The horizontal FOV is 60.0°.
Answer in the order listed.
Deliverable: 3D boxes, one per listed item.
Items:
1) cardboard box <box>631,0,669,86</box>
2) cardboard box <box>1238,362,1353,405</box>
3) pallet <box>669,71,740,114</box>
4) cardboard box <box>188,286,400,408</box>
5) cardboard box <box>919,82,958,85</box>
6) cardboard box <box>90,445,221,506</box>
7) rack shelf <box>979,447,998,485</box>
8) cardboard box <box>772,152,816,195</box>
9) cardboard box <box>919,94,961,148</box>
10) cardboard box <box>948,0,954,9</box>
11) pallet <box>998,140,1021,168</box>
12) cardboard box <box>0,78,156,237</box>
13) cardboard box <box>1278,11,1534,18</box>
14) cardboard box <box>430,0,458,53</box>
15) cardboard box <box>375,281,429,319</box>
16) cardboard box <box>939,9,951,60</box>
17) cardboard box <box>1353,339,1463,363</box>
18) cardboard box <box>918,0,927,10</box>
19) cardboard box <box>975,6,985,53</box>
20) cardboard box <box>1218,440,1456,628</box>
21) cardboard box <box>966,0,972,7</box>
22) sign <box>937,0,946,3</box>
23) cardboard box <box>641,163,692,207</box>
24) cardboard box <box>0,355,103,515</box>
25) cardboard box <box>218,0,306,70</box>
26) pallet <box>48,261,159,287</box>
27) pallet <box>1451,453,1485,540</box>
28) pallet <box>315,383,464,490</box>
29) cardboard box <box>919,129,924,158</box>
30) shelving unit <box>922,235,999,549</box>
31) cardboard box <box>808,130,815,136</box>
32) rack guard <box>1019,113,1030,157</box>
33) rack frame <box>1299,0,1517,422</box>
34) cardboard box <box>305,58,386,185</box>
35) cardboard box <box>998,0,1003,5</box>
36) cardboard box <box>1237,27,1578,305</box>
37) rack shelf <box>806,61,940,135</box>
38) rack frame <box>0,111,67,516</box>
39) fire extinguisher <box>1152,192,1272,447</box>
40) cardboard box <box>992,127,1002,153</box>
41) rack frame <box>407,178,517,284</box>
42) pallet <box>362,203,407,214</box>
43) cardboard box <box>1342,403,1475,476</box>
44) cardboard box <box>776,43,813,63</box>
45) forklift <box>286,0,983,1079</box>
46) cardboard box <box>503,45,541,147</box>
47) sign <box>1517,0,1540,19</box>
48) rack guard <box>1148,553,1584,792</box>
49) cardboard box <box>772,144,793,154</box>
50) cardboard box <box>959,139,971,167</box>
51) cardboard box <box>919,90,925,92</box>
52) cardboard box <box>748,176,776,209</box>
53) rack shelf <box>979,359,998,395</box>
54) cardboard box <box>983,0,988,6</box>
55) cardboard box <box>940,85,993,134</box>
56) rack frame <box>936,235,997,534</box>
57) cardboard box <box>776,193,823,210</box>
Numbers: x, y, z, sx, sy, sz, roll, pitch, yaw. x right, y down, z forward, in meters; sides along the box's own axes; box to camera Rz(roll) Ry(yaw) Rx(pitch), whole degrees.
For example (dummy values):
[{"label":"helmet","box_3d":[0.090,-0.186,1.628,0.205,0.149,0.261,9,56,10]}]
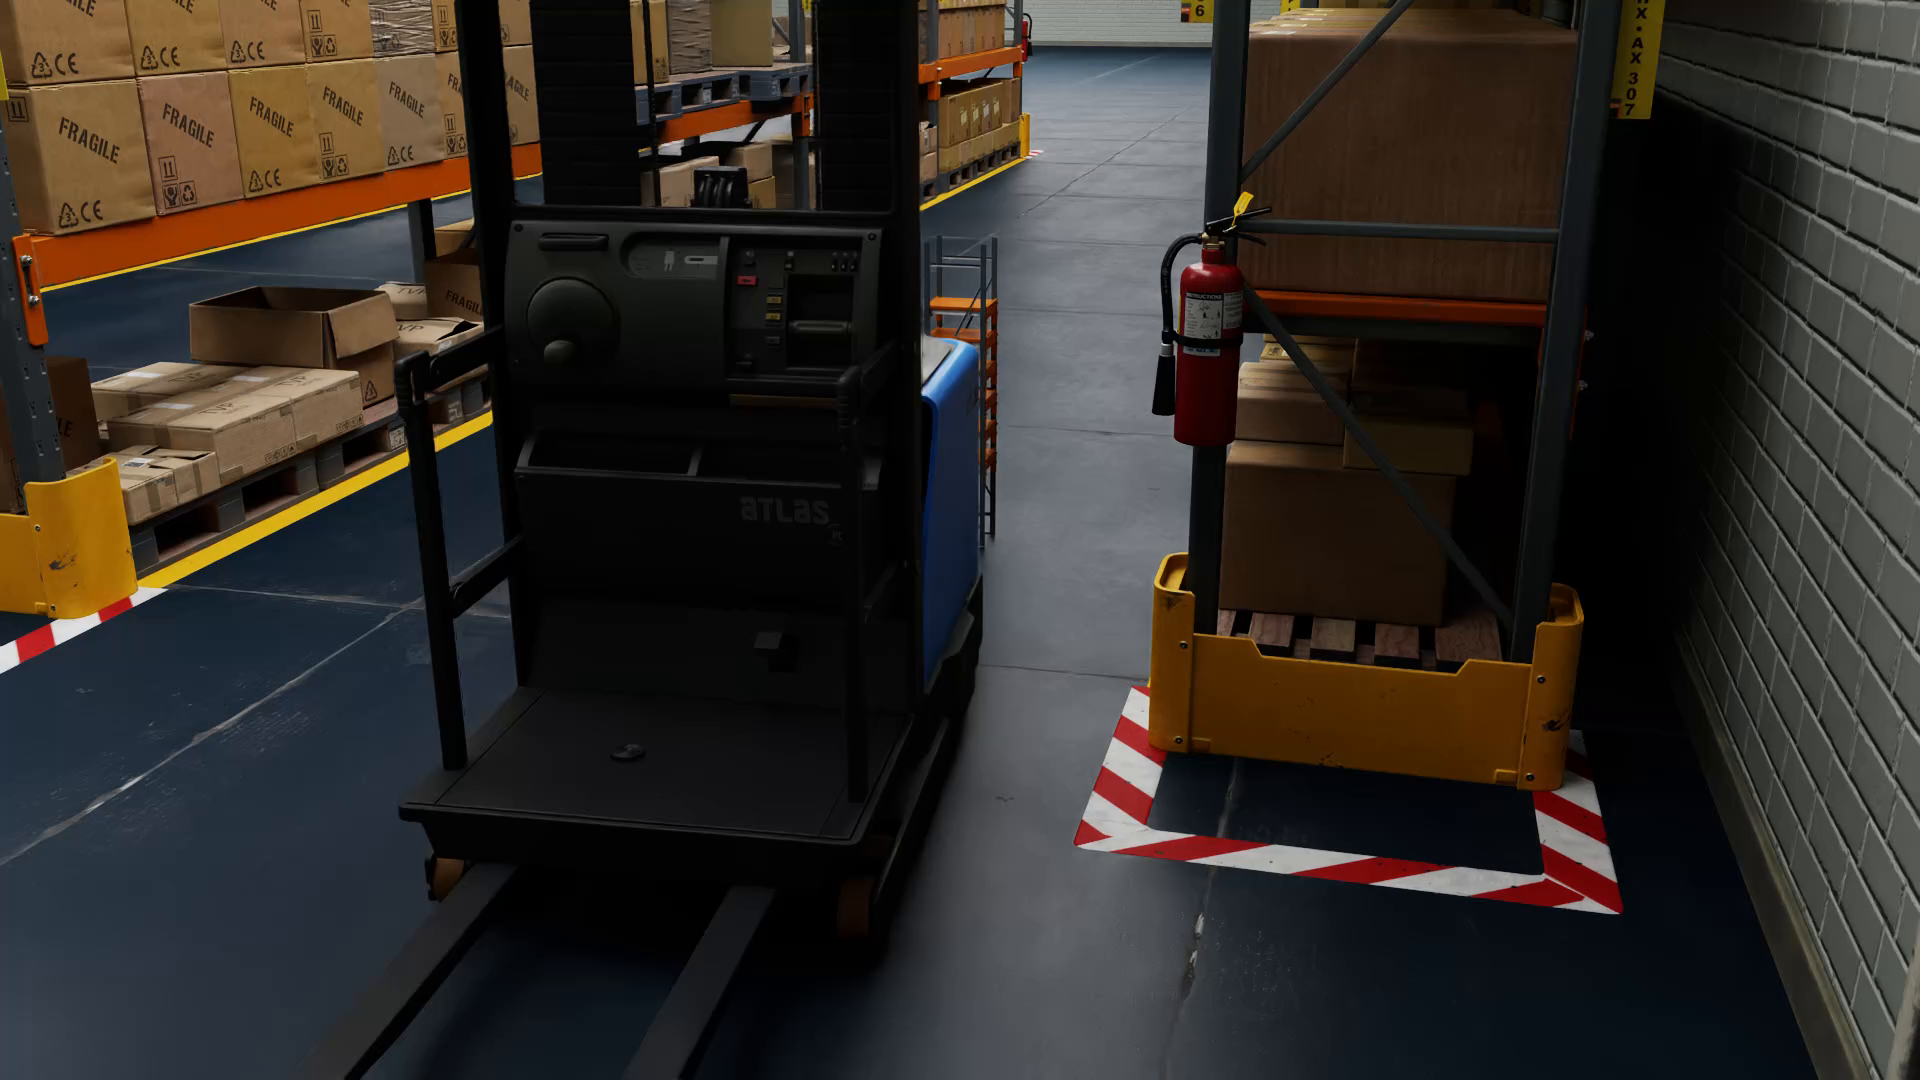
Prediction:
[{"label":"cardboard box","box_3d":[-2.229,-3.062,10.206,0.700,0.500,0.500,8,20,22]},{"label":"cardboard box","box_3d":[1.150,-0.505,5.740,0.380,0.149,0.250,5,20,15]},{"label":"pallet","box_3d":[-2.161,-3.017,11.177,1.003,0.211,1.213,5,19,13]},{"label":"cardboard box","box_3d":[-3.122,-0.902,7.869,0.797,0.503,0.637,5,19,13]},{"label":"cardboard box","box_3d":[-0.313,-5.013,19.167,0.500,0.500,0.500,5,19,13]},{"label":"cardboard box","box_3d":[-3.149,-0.260,6.512,0.380,0.166,0.250,5,19,13]},{"label":"rack shelf","box_3d":[0.004,-0.303,6.599,0.258,0.103,0.180,5,19,13]},{"label":"cardboard box","box_3d":[-1.278,-3.022,13.631,0.500,0.311,0.500,5,20,15]},{"label":"cardboard box","box_3d":[-0.297,-4.345,17.211,0.500,0.500,0.500,5,19,13]},{"label":"cardboard box","box_3d":[-0.275,-5.637,17.392,0.380,0.149,0.250,4,19,13]},{"label":"pallet","box_3d":[0.118,-4.663,20.012,1.003,0.211,1.213,5,19,13]},{"label":"cardboard box","box_3d":[-3.281,-1.376,5.921,0.500,0.500,0.500,5,20,15]},{"label":"cardboard box","box_3d":[1.804,-1.819,6.908,0.980,0.700,0.700,4,19,12]},{"label":"cardboard box","box_3d":[-2.663,-2.645,8.089,0.500,0.500,0.500,4,19,12]},{"label":"cardboard box","box_3d":[-2.980,-1.286,9.290,0.500,0.311,0.500,5,19,13]},{"label":"cardboard box","box_3d":[-0.489,-5.324,17.481,0.700,0.500,0.500,4,19,13]},{"label":"cardboard box","box_3d":[1.643,-0.633,6.113,0.380,0.149,0.250,5,19,14]},{"label":"cardboard box","box_3d":[-0.460,-5.395,16.683,0.380,0.149,0.250,5,19,13]},{"label":"cardboard box","box_3d":[-0.113,-5.807,18.894,0.700,0.500,0.500,5,19,14]},{"label":"cardboard box","box_3d":[1.233,-0.064,5.451,0.700,0.500,0.500,5,19,13]},{"label":"cardboard box","box_3d":[-0.085,-5.881,18.106,0.380,0.149,0.250,4,19,13]},{"label":"sign","box_3d":[-0.185,-5.442,16.312,0.100,0.325,0.005,5,19,13]},{"label":"cardboard box","box_3d":[-2.069,-2.290,10.778,0.500,0.250,0.500,5,19,13]},{"label":"cardboard box","box_3d":[-3.751,-0.426,6.480,0.500,0.500,0.500,5,19,13]},{"label":"cardboard box","box_3d":[-3.034,-2.170,6.699,0.500,0.500,0.500,5,19,14]},{"label":"pallet","box_3d":[-6.945,-2.159,12.682,1.003,0.211,1.213,5,19,13]},{"label":"pallet","box_3d":[1.579,-0.139,6.768,1.003,0.211,1.213,5,19,13]},{"label":"pallet","box_3d":[-3.133,-0.546,7.959,1.003,0.211,1.213,5,19,13]},{"label":"cardboard box","box_3d":[-0.655,-3.821,15.972,0.500,0.311,0.500,5,20,15]},{"label":"shelving unit","box_3d":[0.004,-0.572,6.507,0.258,1.200,0.189,5,19,13]},{"label":"cardboard box","box_3d":[-1.309,-3.706,15.633,0.500,0.311,0.500,4,19,12]},{"label":"rack guard","box_3d":[0.270,-5.050,20.699,1.175,0.500,0.348,5,19,13]},{"label":"rack frame","box_3d":[2.136,-2.074,8.120,1.000,3.000,0.127,5,19,13]},{"label":"cardboard box","box_3d":[-2.911,-1.852,7.314,0.500,0.500,0.500,5,19,14]},{"label":"cardboard box","box_3d":[0.293,-6.363,19.517,0.380,0.149,0.250,5,20,15]},{"label":"cardboard box","box_3d":[1.274,-1.123,4.871,0.980,0.700,0.700,6,20,16]},{"label":"rack shelf","box_3d":[-1.202,-4.004,14.884,1.077,0.370,4.000,5,19,13]},{"label":"rack frame","box_3d":[-3.645,-1.210,5.591,1.000,3.000,0.127,5,19,13]},{"label":"fire extinguisher","box_3d":[0.675,-0.597,4.490,0.296,0.674,0.183,5,19,13]},{"label":"cardboard box","box_3d":[0.188,-4.617,19.168,0.500,0.250,0.500,5,19,13]},{"label":"rack frame","box_3d":[-2.668,-2.464,9.261,1.000,3.000,0.127,5,19,13]},{"label":"pallet","box_3d":[-5.966,-3.412,16.349,1.003,0.211,1.213,5,19,13]},{"label":"cardboard box","box_3d":[1.397,-0.316,5.185,0.380,0.149,0.250,5,19,14]},{"label":"cardboard box","box_3d":[-1.284,-3.941,13.722,0.500,0.311,0.500,4,19,13]},{"label":"forklift","box_3d":[-0.679,-0.563,3.801,1.130,2.935,3.031,3,19,9]},{"label":"cardboard box","box_3d":[-2.541,-2.335,8.727,0.500,0.500,0.500,5,19,14]},{"label":"sign","box_3d":[2.675,-2.478,7.840,0.100,0.325,0.005,5,19,13]},{"label":"rack guard","box_3d":[1.153,0.370,4.831,1.175,0.500,0.348,5,19,13]},{"label":"cardboard box","box_3d":[-1.681,-3.228,14.234,0.500,0.311,0.500,4,19,13]},{"label":"cardboard box","box_3d":[-0.179,-4.147,17.792,0.500,0.250,0.500,5,19,13]},{"label":"cardboard box","box_3d":[-0.679,-4.542,17.790,0.500,0.500,0.500,5,19,13]},{"label":"cardboard box","box_3d":[-1.692,-2.432,12.352,0.500,0.500,0.500,5,20,16]},{"label":"rack shelf","box_3d":[0.004,-0.644,6.483,0.258,0.103,0.180,5,19,13]},{"label":"cardboard box","box_3d":[0.103,-6.122,18.811,0.380,0.149,0.250,5,20,15]},{"label":"cardboard box","box_3d":[0.068,-4.815,18.588,0.500,0.500,0.500,5,19,13]},{"label":"rack frame","box_3d":[0.026,-0.601,6.591,0.240,1.200,0.006,5,19,13]},{"label":"cardboard box","box_3d":[-1.278,-2.756,13.721,0.500,0.250,0.500,5,19,13]}]
